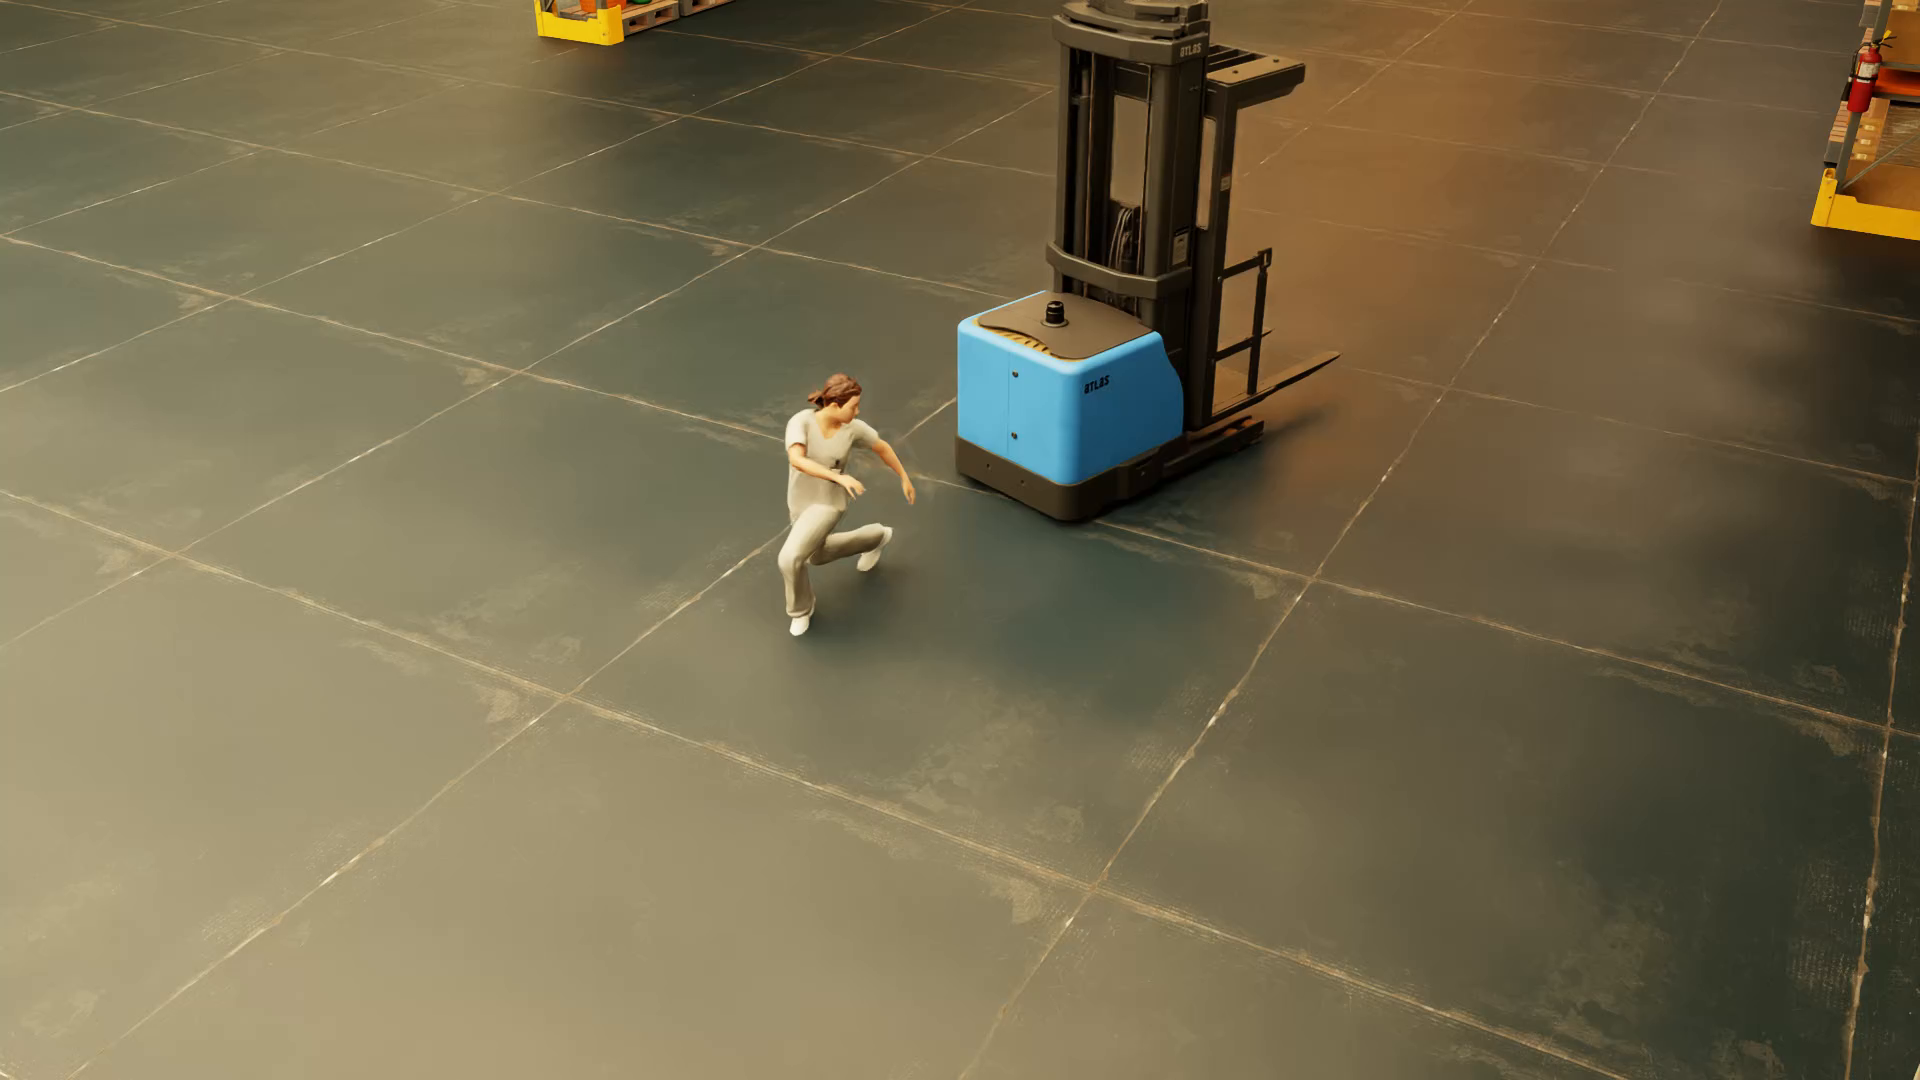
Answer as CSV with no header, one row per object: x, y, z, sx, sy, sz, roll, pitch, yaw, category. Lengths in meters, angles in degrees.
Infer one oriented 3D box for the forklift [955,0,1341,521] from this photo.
1.388,-2.011,10.555,3.031,2.935,1.130,-25,38,-36,forklift

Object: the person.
-0.645,-0.248,9.067,0.627,1.443,0.929,12,32,19,person
